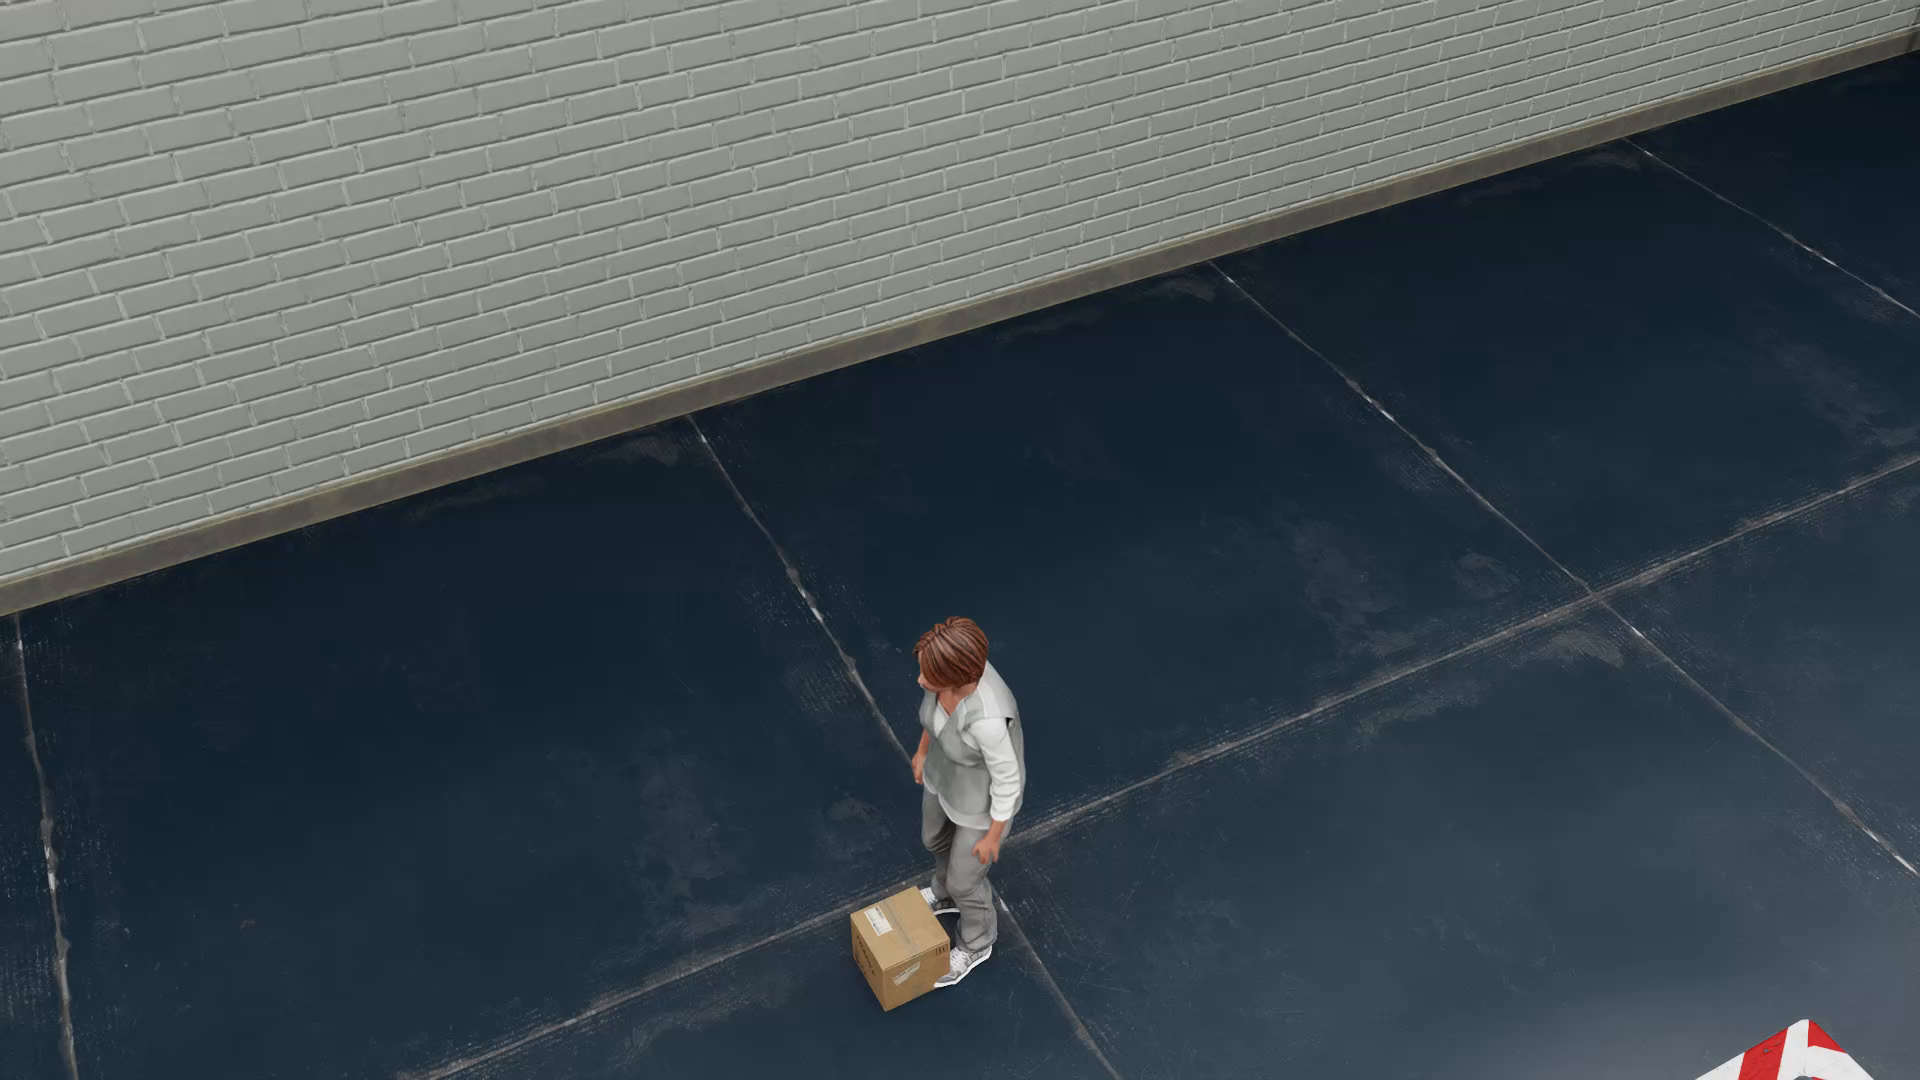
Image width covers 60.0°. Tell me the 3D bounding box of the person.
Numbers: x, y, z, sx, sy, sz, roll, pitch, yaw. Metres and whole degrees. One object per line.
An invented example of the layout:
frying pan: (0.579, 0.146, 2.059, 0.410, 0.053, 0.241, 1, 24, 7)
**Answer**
person: (0.000, 0.809, 5.263, 0.371, 1.594, 0.485, -21, 46, -22)
